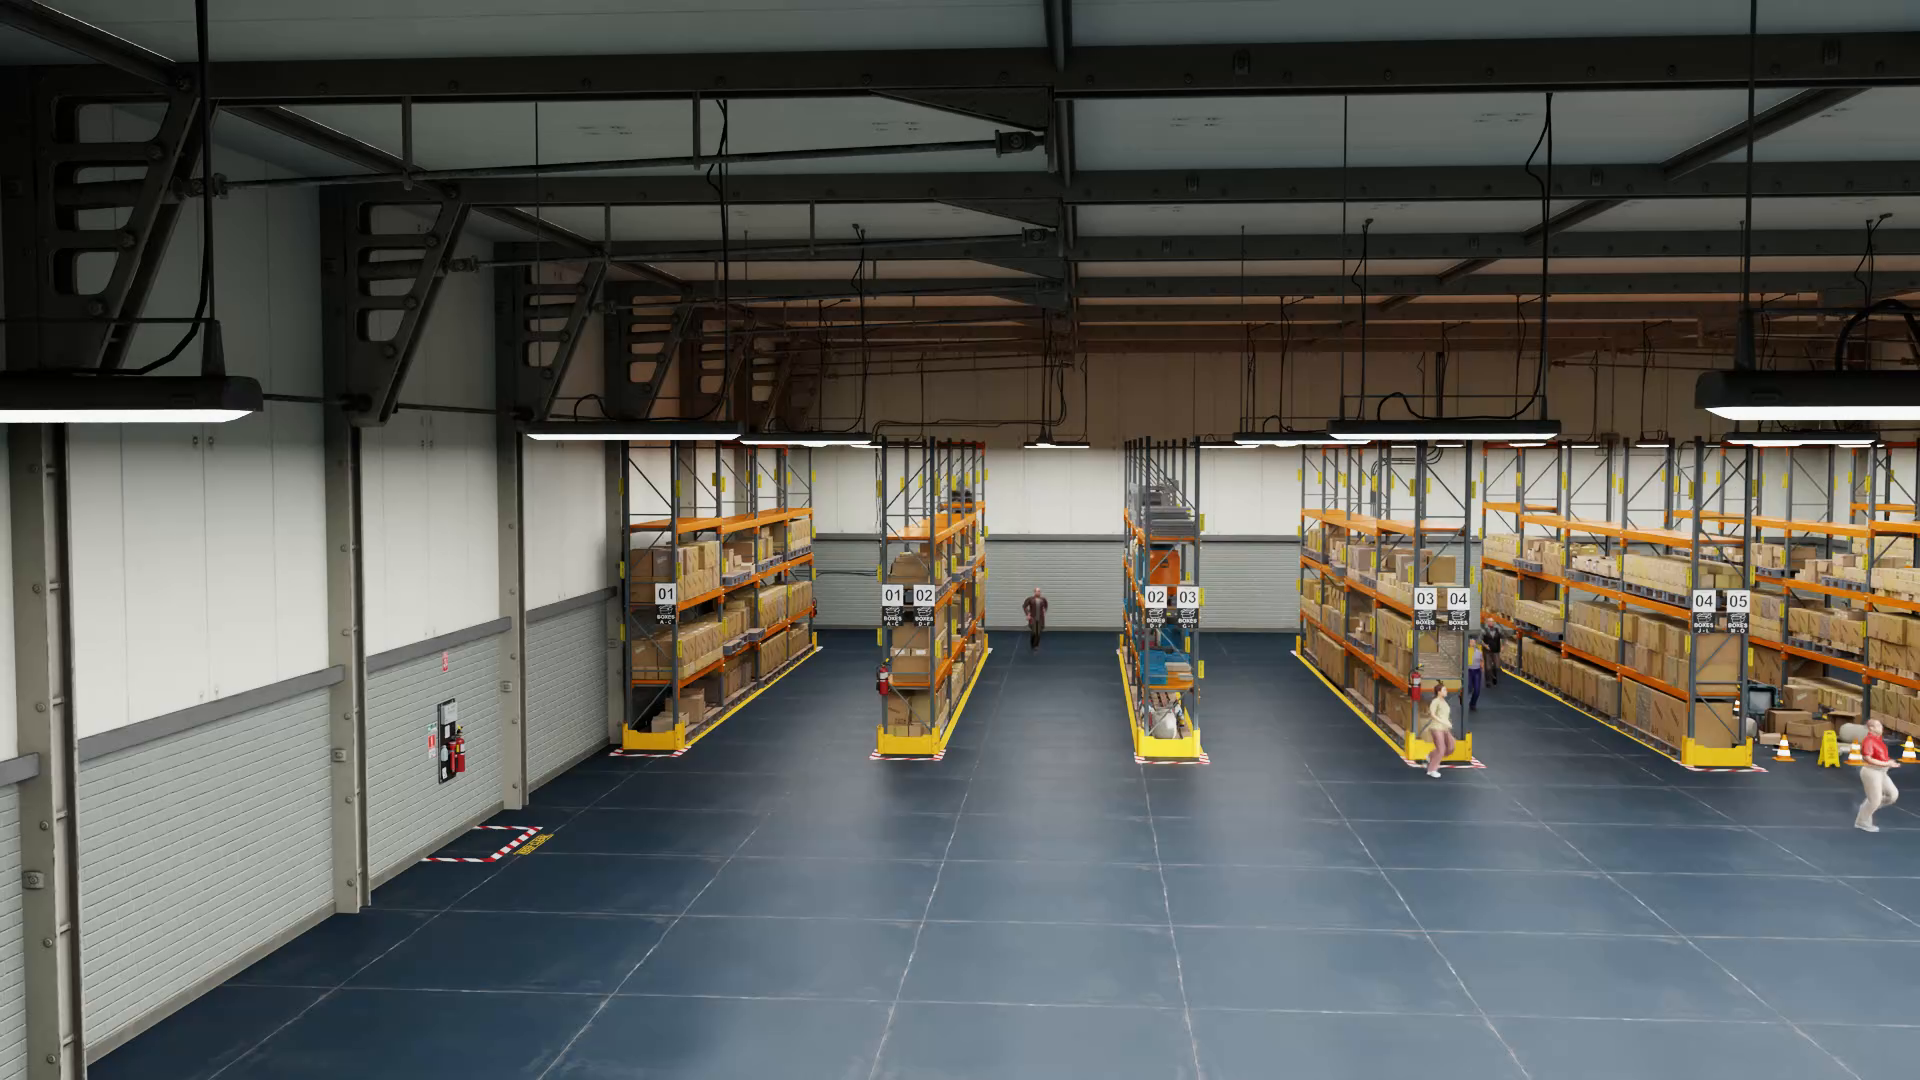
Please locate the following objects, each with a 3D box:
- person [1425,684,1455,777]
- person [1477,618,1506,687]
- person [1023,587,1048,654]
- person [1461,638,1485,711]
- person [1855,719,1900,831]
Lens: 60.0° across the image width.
[{"bbox_3d":[8.487,3.345,29.370,0.536,1.626,0.629,3,4,44],"label":"person"},{"bbox_3d":[12.857,2.723,40.161,0.699,1.679,0.584,0,3,6],"label":"person"},{"bbox_3d":[2.081,2.198,45.181,0.680,1.811,0.697,-1,3,-10],"label":"person"},{"bbox_3d":[11.284,2.962,36.649,0.603,1.597,0.568,0,3,-1],"label":"person"},{"bbox_3d":[13.817,3.534,25.014,0.652,1.687,0.602,-3,4,-44],"label":"person"}]
